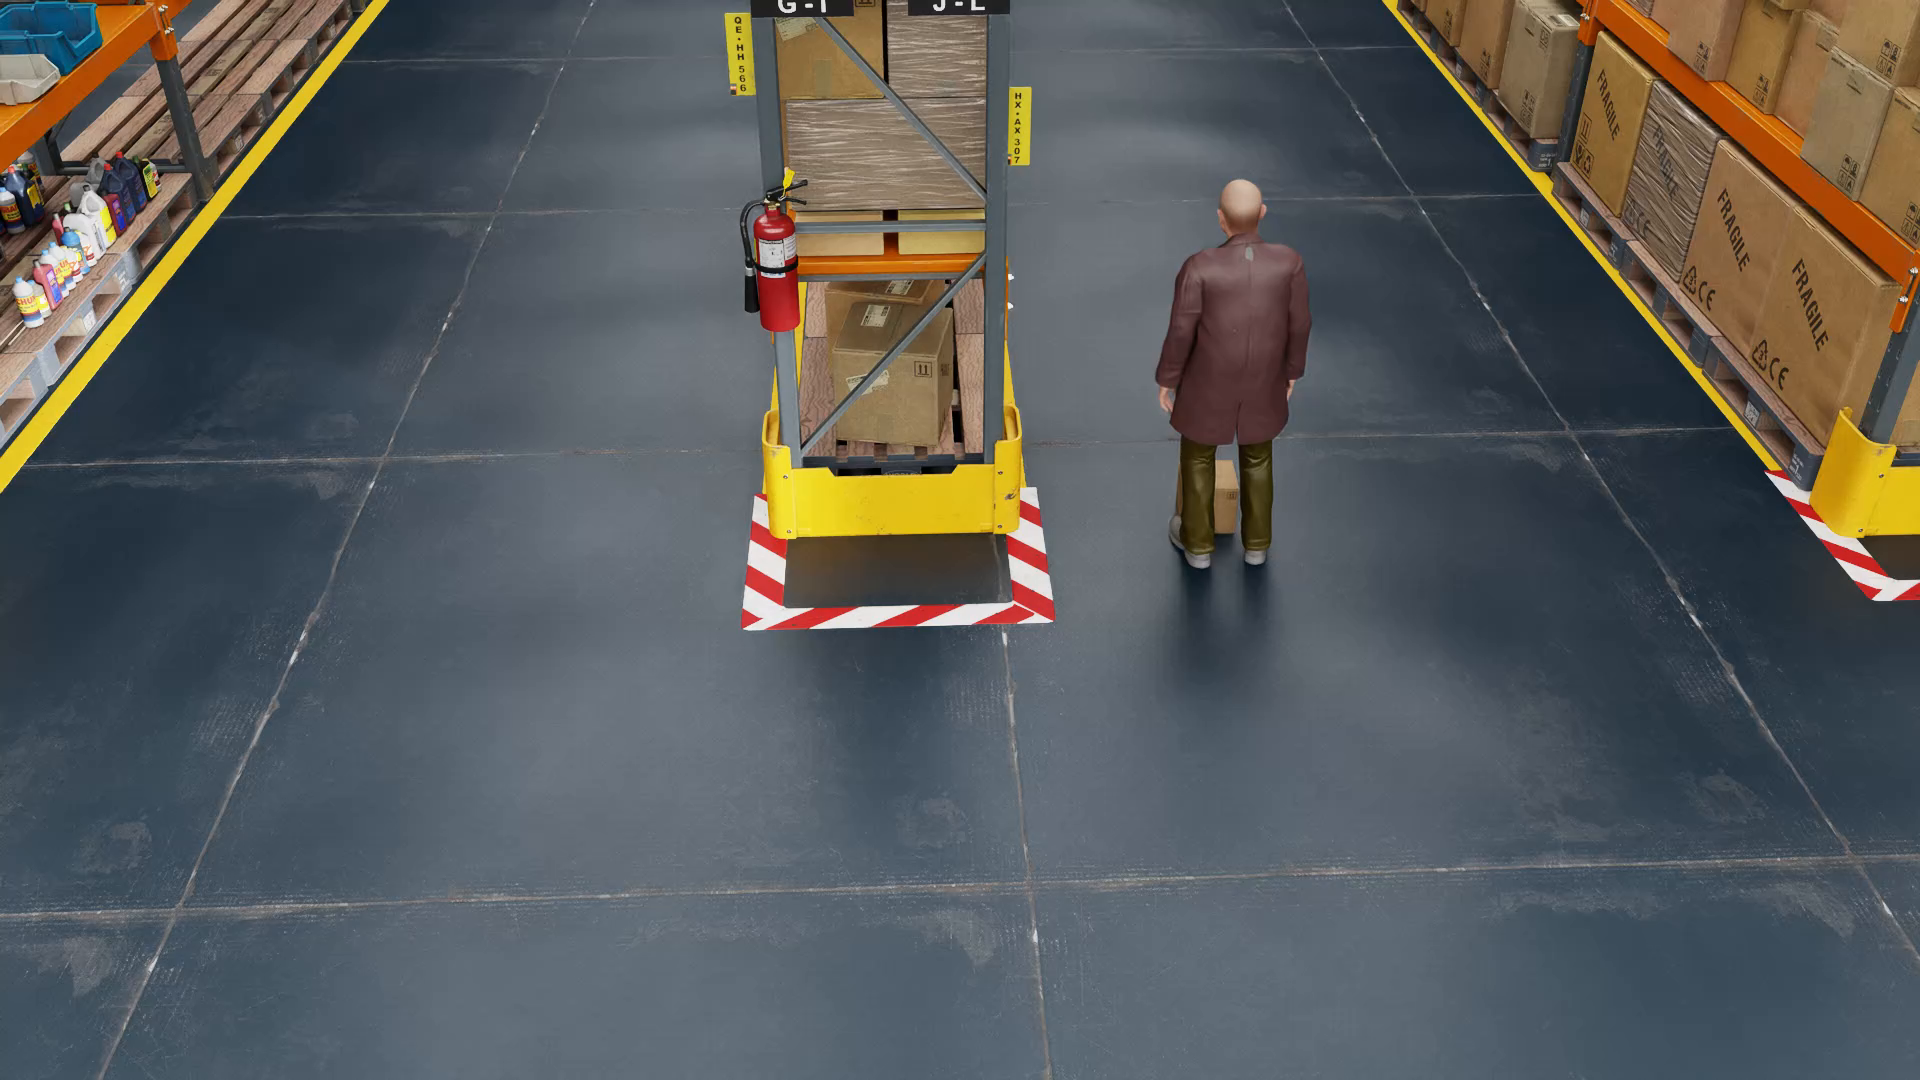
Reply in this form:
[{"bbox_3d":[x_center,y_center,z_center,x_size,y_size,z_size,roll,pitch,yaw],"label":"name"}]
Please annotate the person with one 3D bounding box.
[{"bbox_3d":[1.159,-0.687,7.147,0.654,1.774,0.420,-3,35,-5],"label":"person"}]
